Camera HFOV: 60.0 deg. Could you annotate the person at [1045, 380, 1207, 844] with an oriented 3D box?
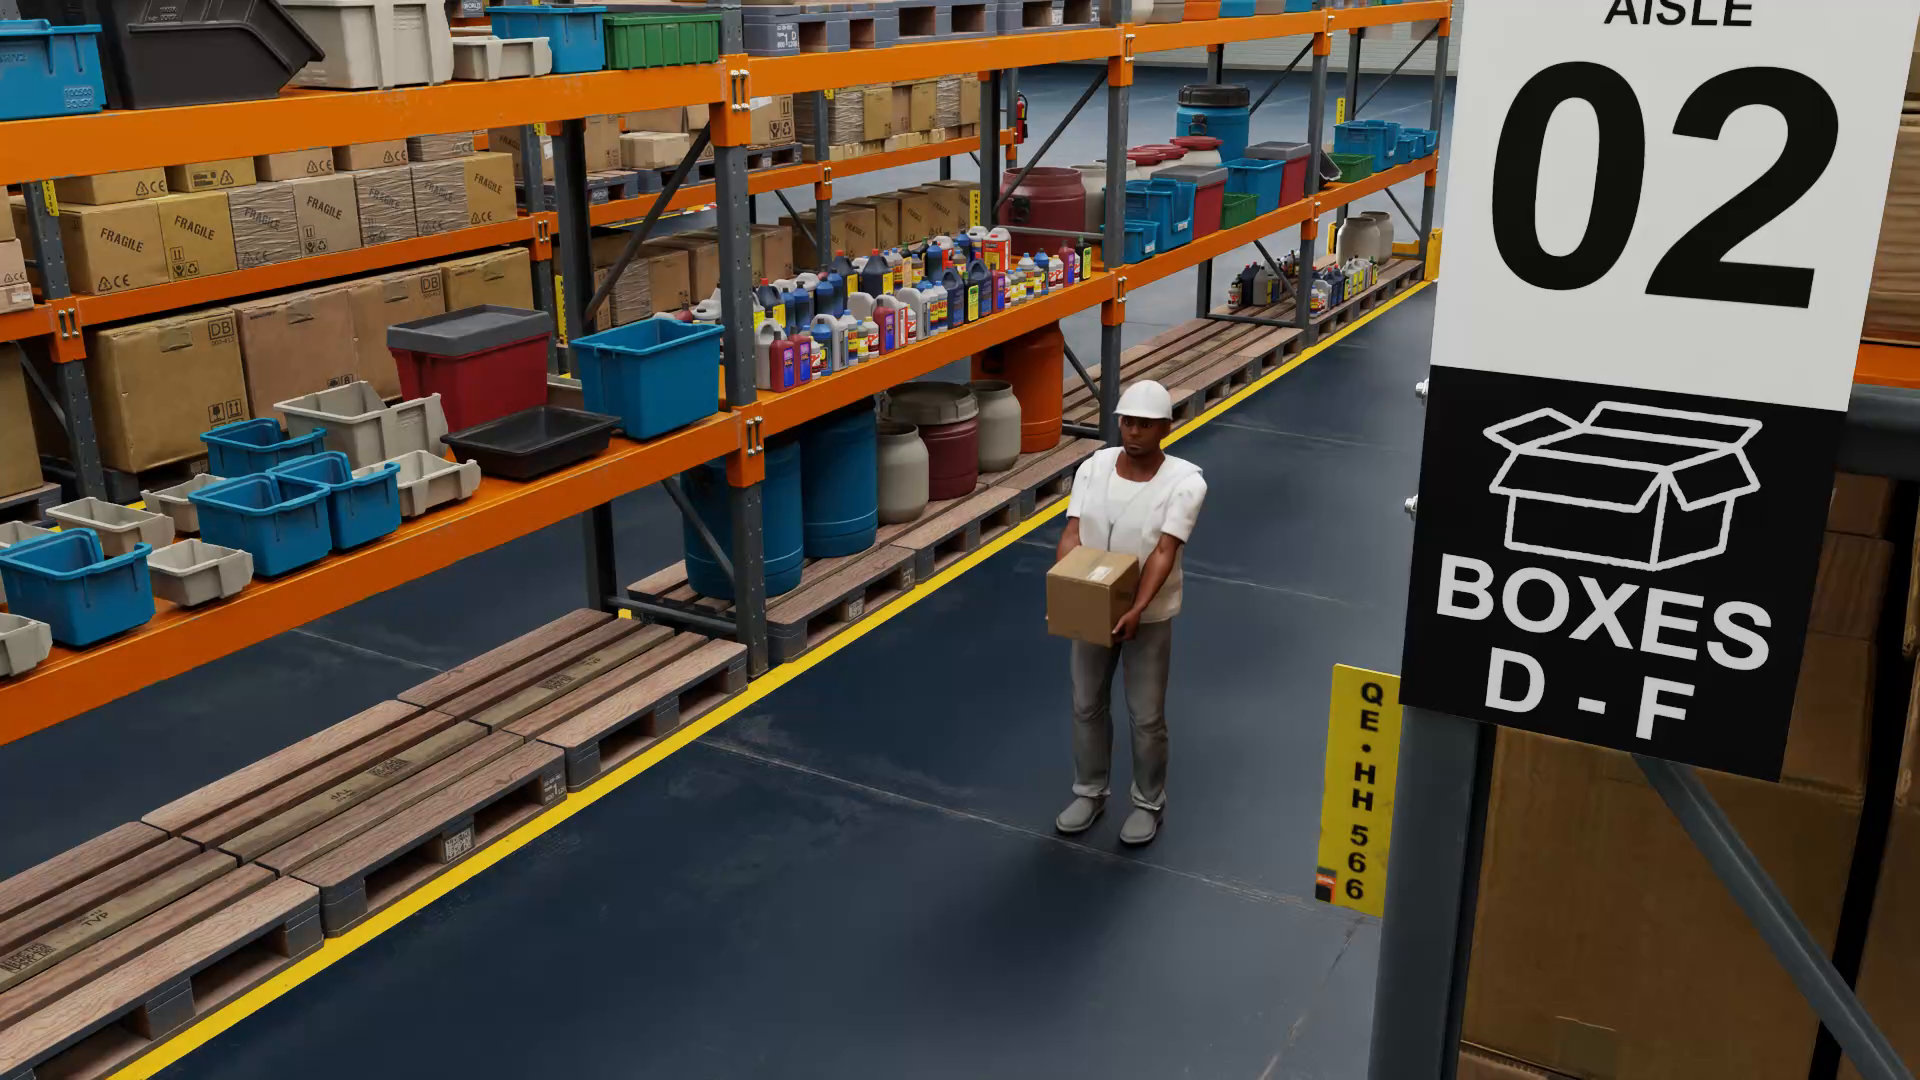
[{"bbox_3d":[0.587,0.297,6.196,0.503,1.758,0.586,11,22,28],"label":"person"}]
